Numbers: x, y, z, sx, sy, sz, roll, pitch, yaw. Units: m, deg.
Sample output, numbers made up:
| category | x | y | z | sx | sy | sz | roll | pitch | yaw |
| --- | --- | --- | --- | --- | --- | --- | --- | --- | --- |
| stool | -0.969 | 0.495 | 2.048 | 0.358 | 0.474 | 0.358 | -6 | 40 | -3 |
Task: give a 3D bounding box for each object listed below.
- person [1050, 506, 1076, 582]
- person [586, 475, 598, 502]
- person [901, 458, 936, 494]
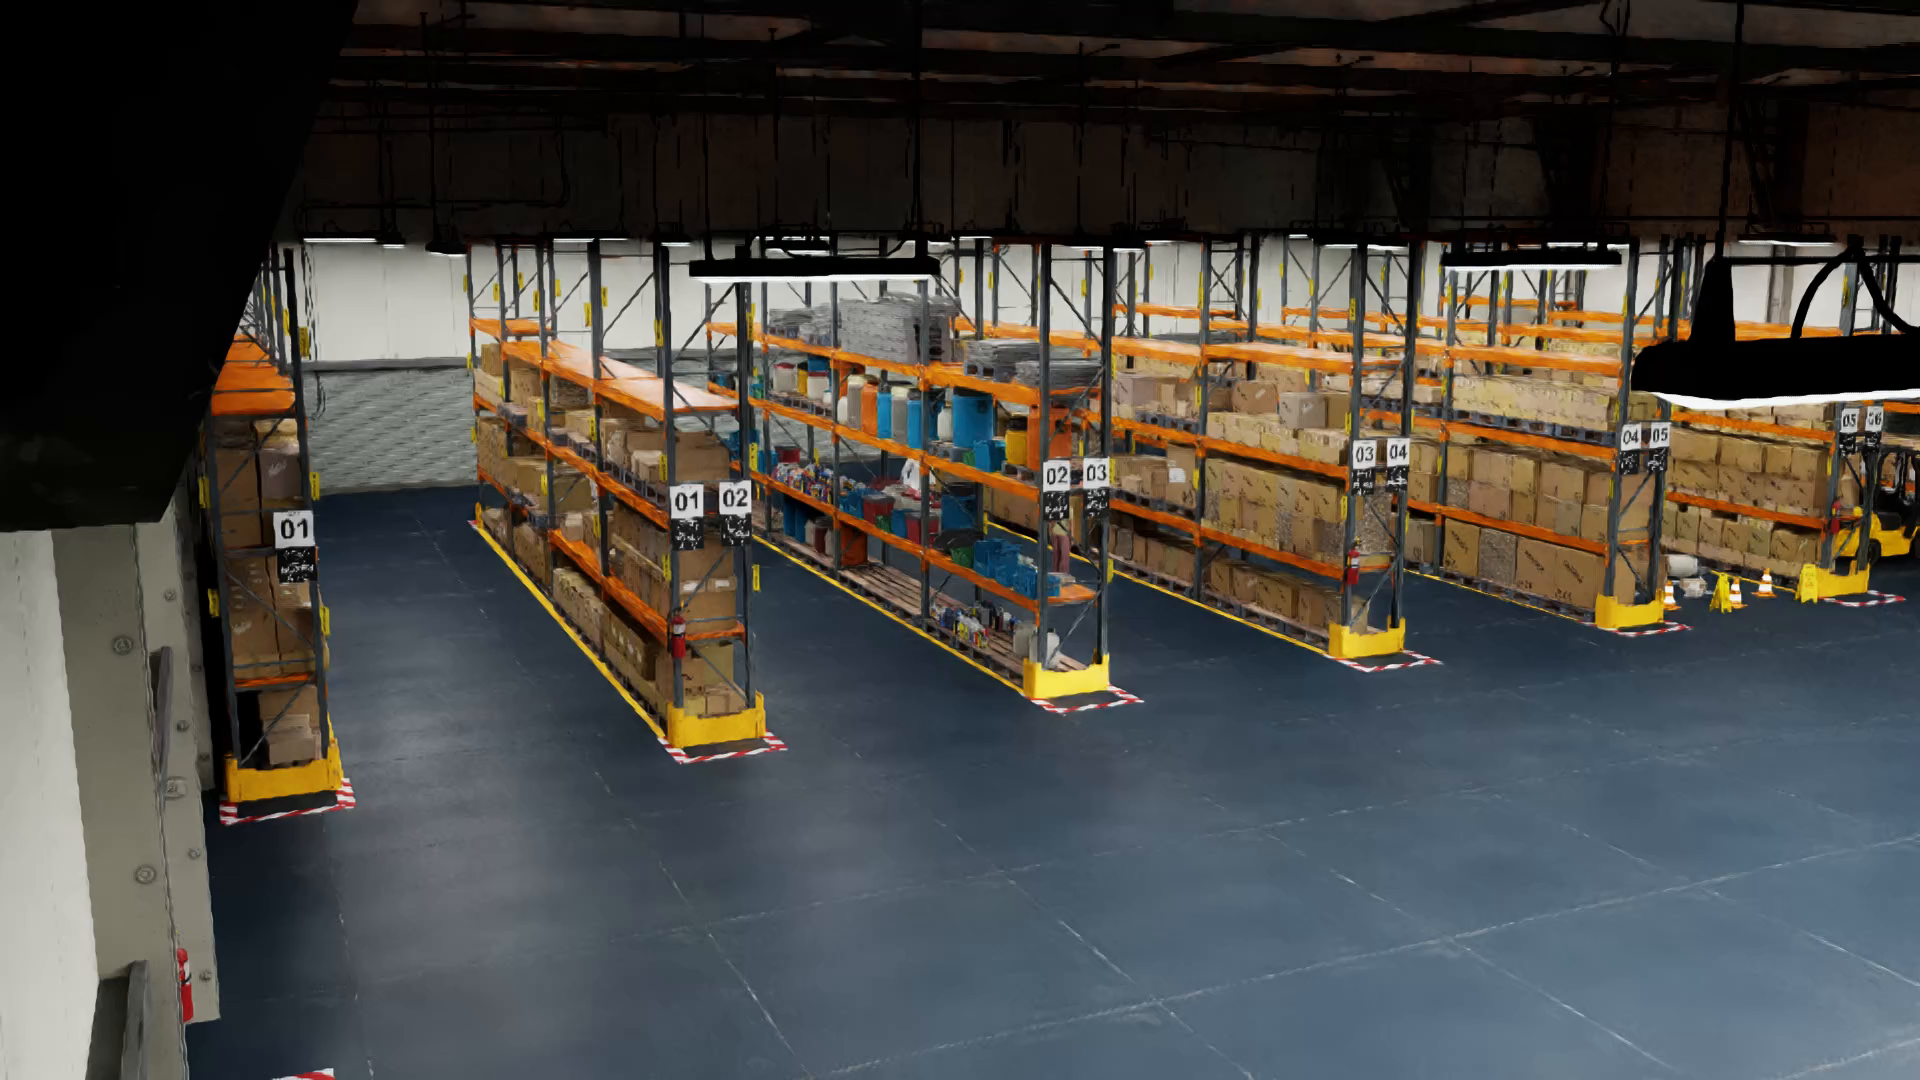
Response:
| category | x | y | z | sx | sy | sz | roll | pitch | yaw |
| --- | --- | --- | --- | --- | --- | --- | --- | --- | --- |
| person | 1.812 | -0.071 | 29.017 | 0.540 | 1.650 | 0.451 | 8 | 14 | 35 |
| person | -7.442 | -0.924 | 33.620 | 0.495 | 1.587 | 1.086 | -4 | 12 | -21 |
| person | -0.862 | -1.102 | 34.284 | 0.729 | 1.733 | 0.546 | -5 | 12 | -25 |
